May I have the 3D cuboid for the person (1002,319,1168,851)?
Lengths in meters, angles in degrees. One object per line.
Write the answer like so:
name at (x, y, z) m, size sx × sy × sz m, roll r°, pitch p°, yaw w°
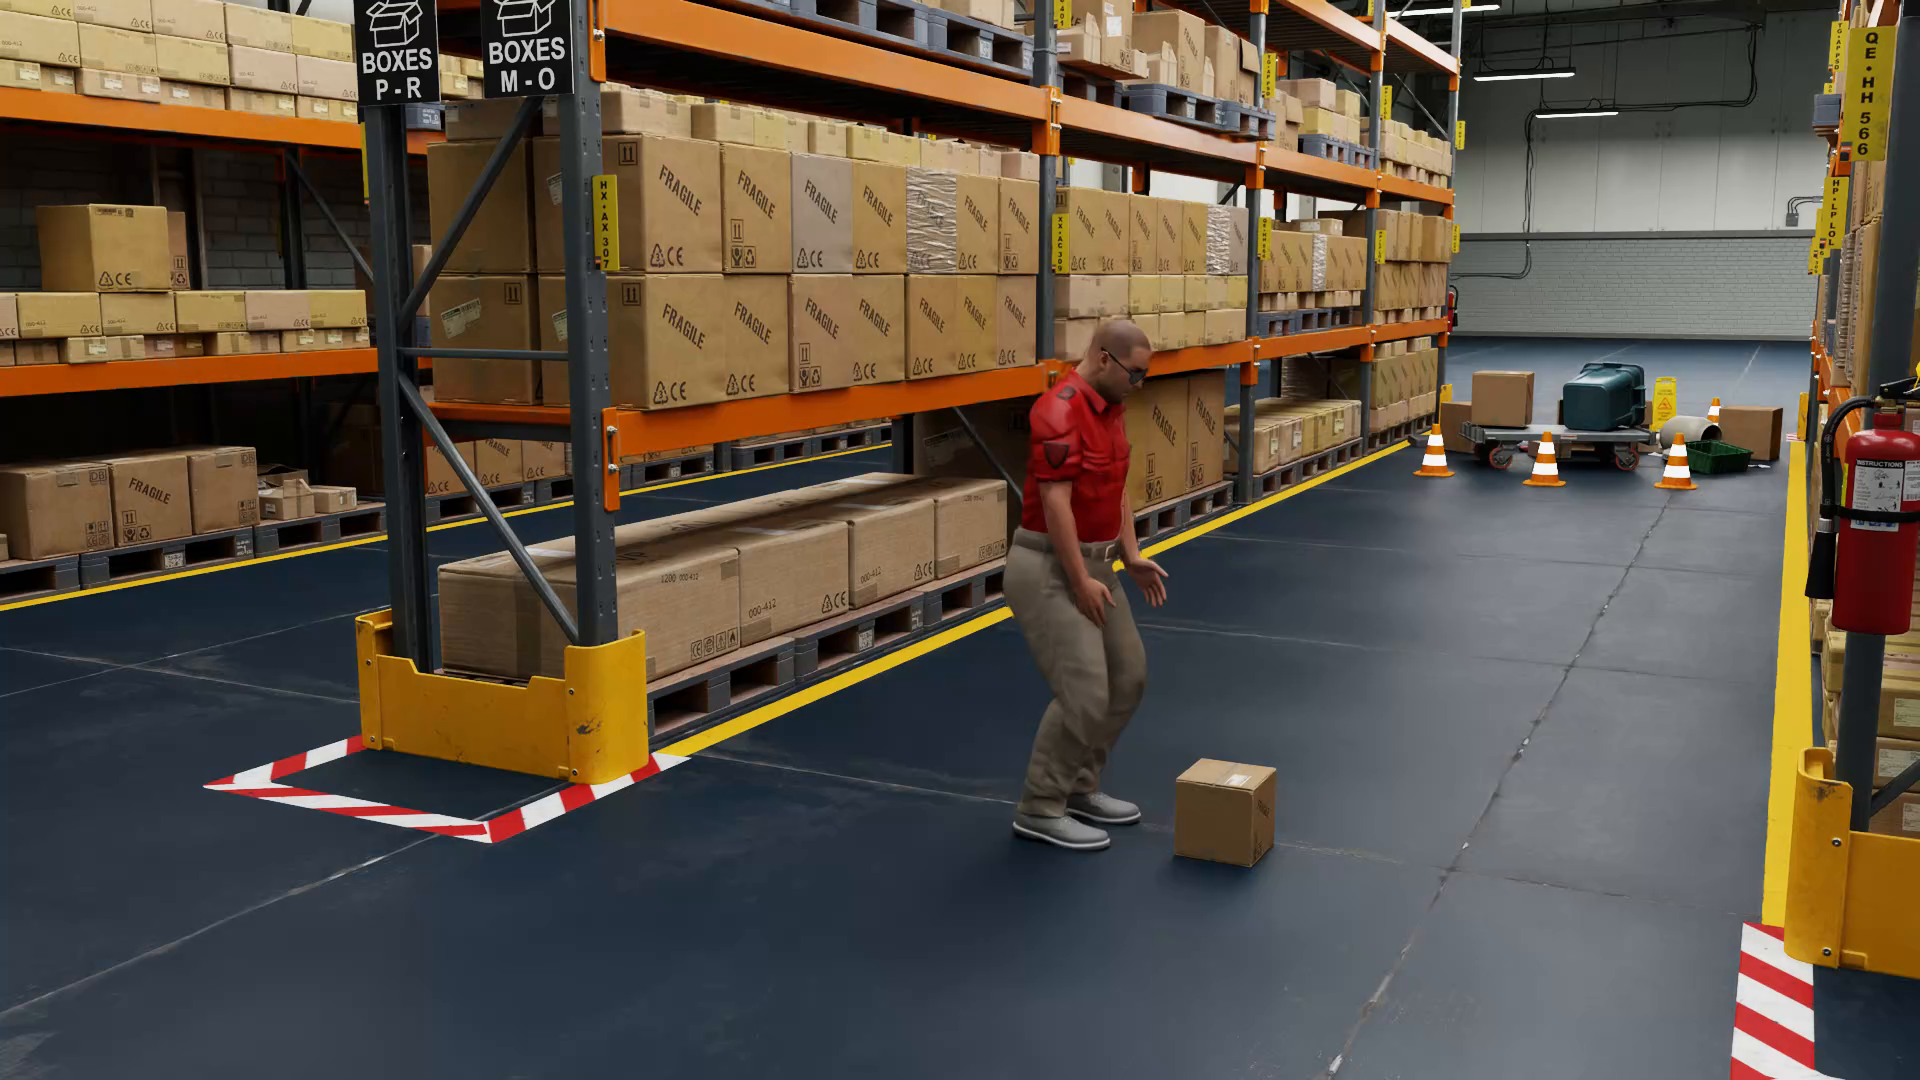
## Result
person at (0.395, 0.125, 5.371) m, size 0.442 × 1.666 × 0.561 m, roll 5°, pitch 10°, yaw 27°
